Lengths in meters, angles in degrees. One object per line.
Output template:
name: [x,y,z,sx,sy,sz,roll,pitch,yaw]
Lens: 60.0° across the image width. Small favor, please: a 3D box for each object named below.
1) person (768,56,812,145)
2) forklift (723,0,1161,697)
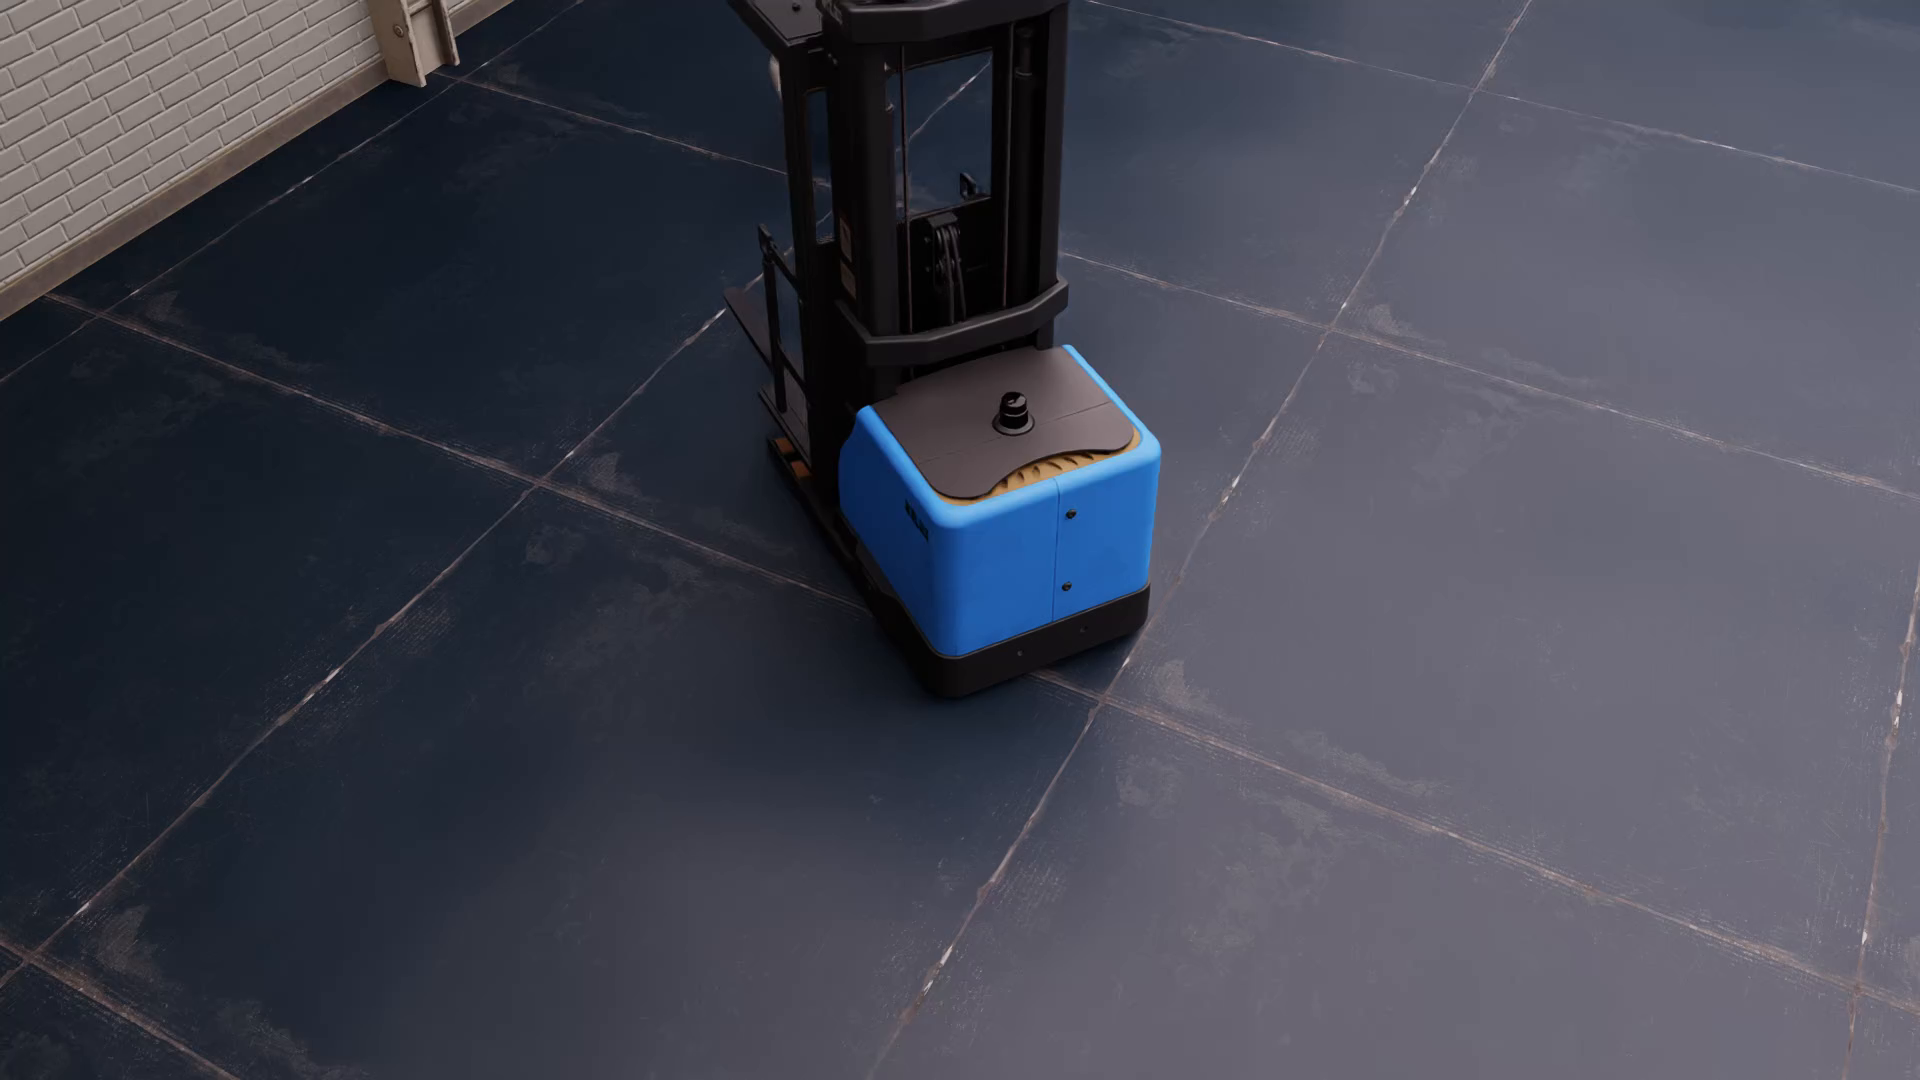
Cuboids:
person: [-0.721,-3.028,9.815,0.995,1.665,0.782,-6,44,-6]
forklift: [-0.288,-1.417,7.158,1.130,2.935,3.031,-19,47,-19]
